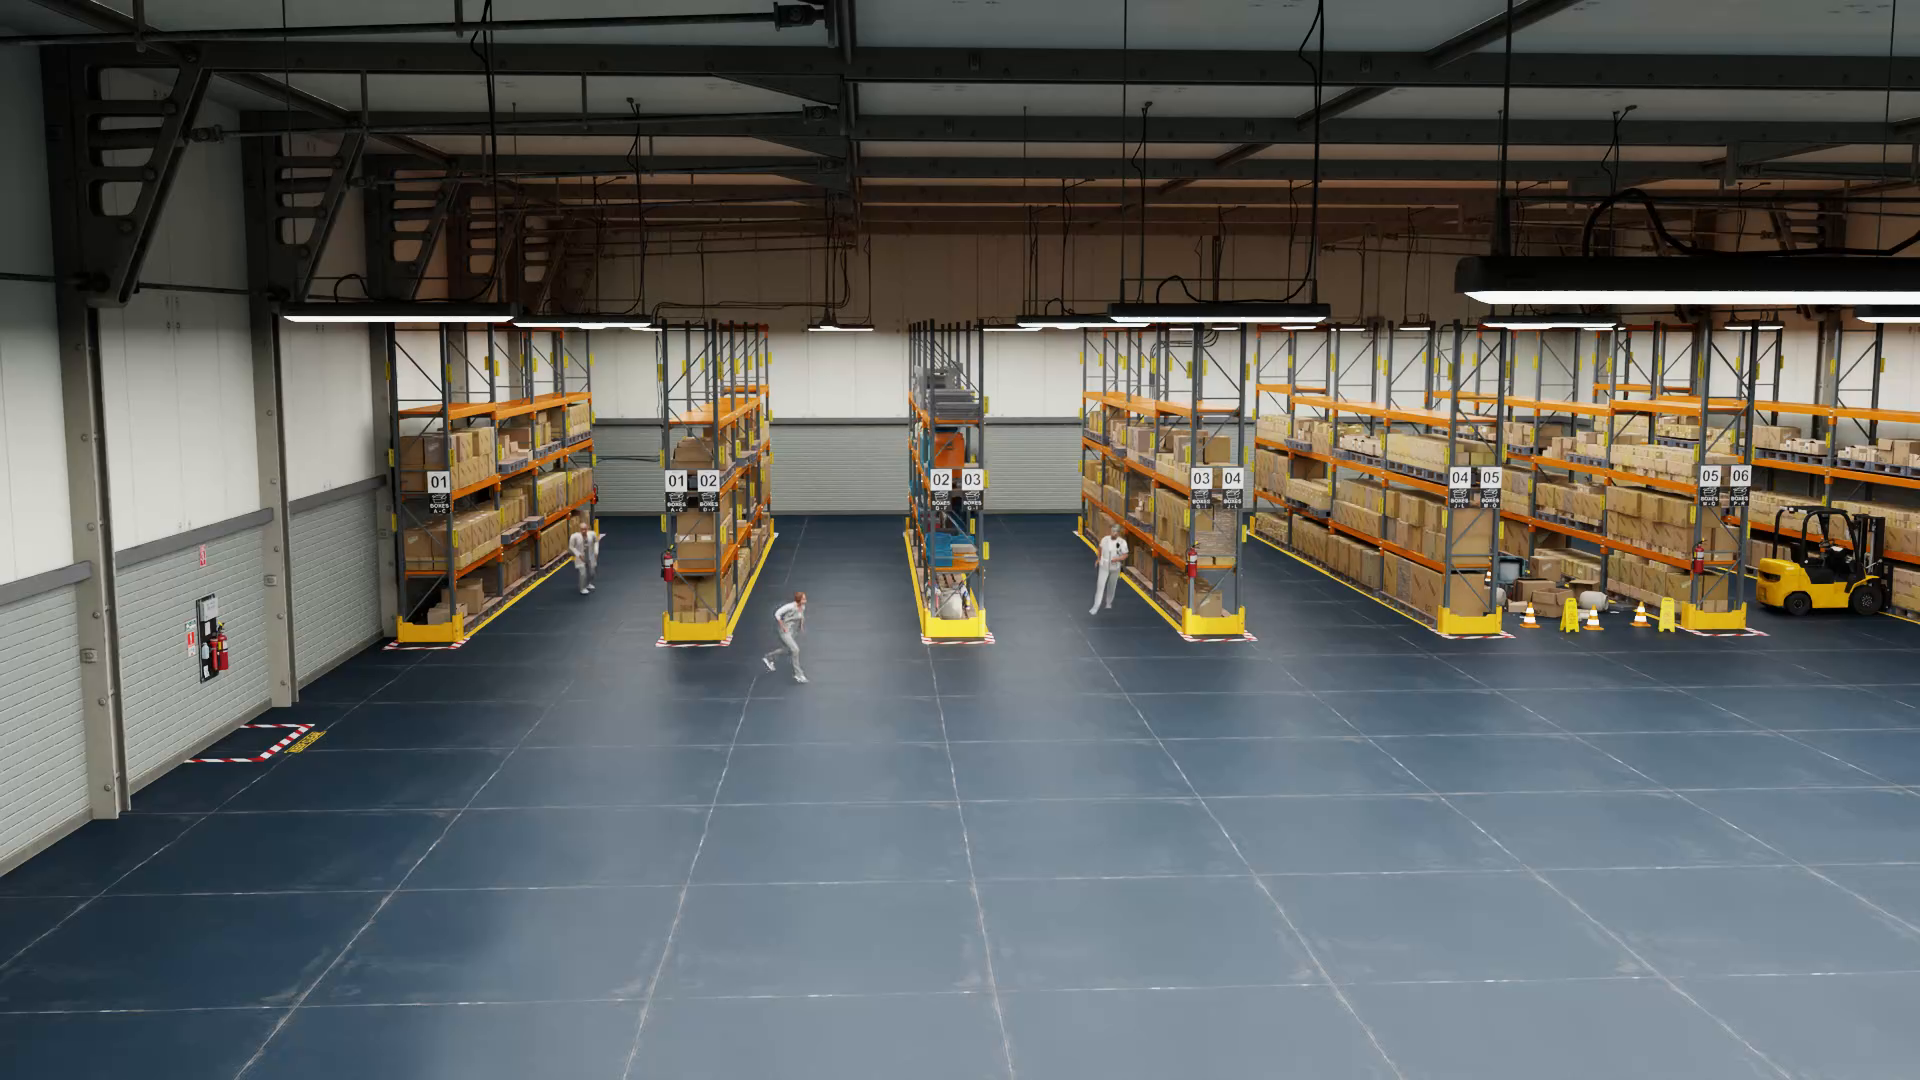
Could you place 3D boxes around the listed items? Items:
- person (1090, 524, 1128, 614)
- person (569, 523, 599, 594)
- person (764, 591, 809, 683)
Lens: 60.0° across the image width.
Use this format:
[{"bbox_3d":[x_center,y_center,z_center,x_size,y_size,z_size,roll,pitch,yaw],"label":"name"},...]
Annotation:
[{"bbox_3d":[2.958,0.543,32.797,0.723,1.757,0.827,1,7,9],"label":"person"},{"bbox_3d":[-8.317,0.387,36.705,0.676,1.617,0.892,-4,8,-30],"label":"person"},{"bbox_3d":[-2.915,1.585,27.605,0.911,1.547,0.567,5,9,37],"label":"person"}]
